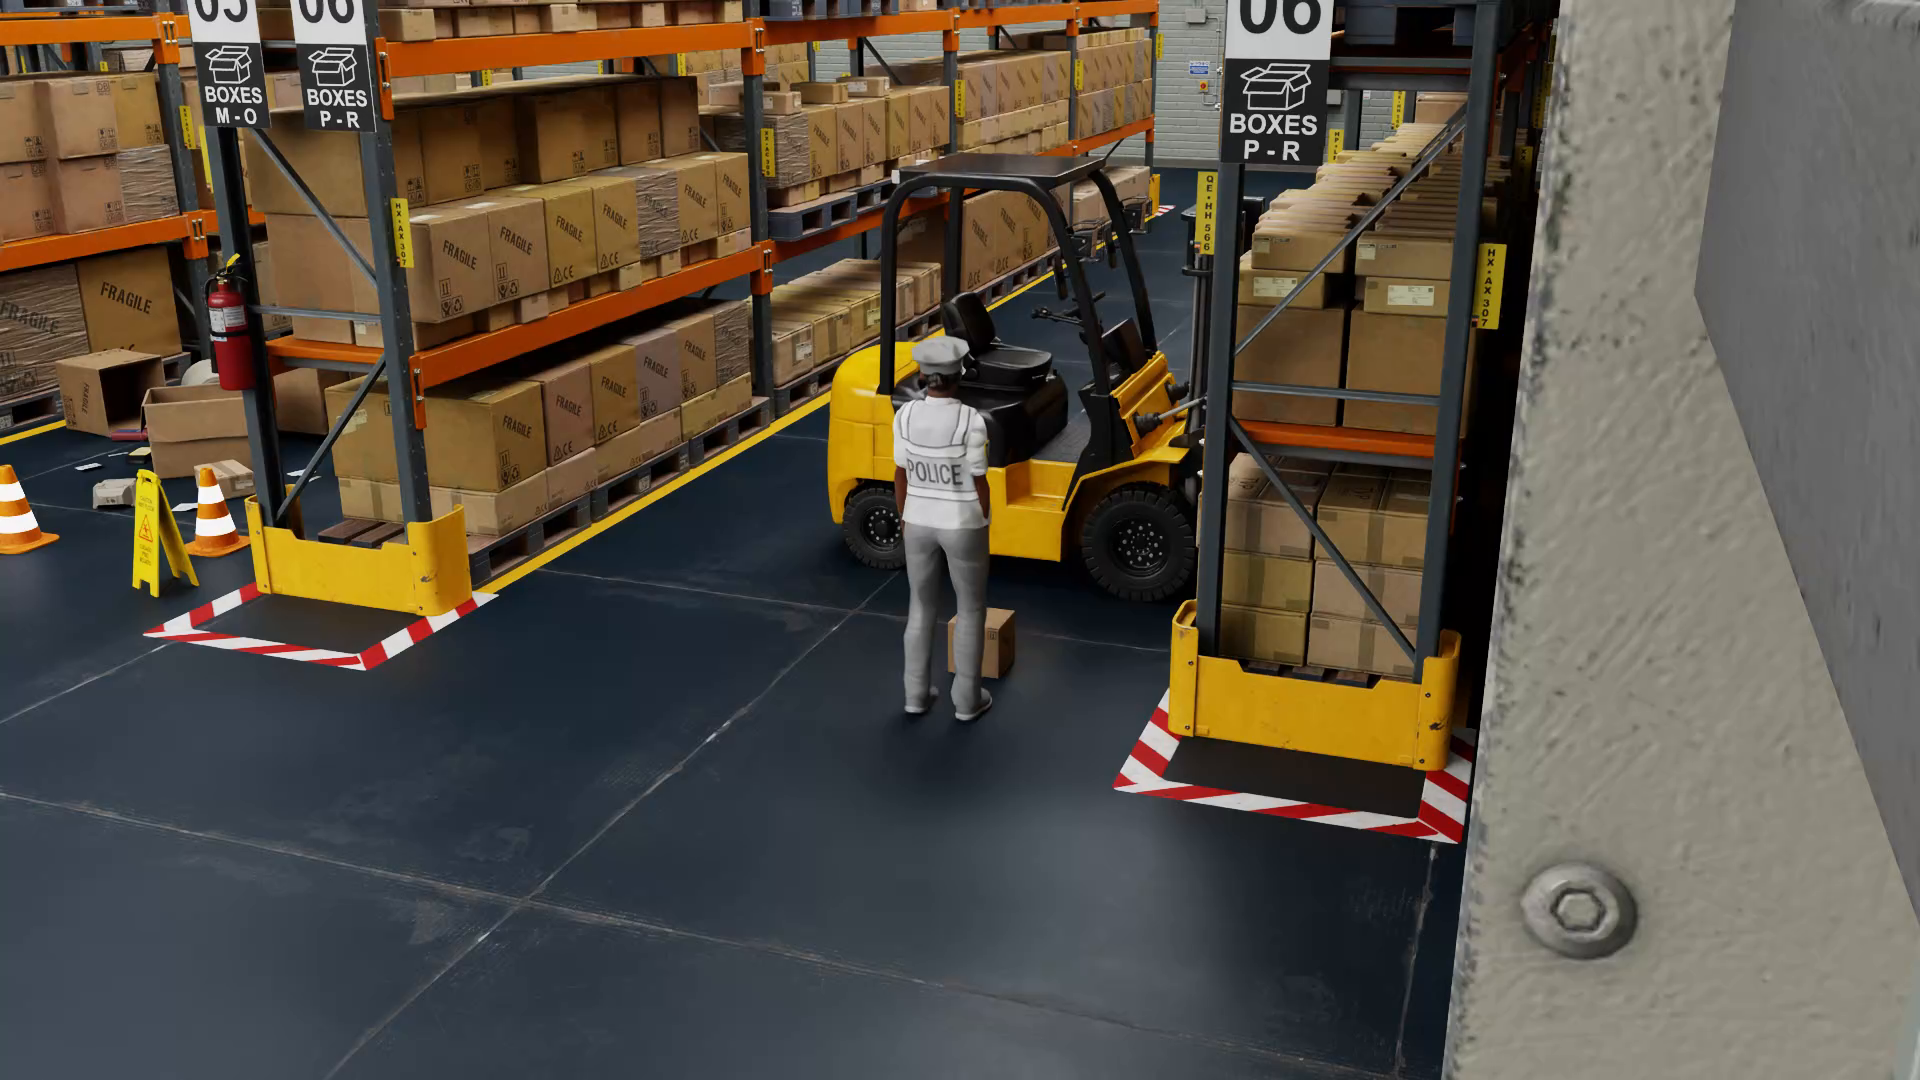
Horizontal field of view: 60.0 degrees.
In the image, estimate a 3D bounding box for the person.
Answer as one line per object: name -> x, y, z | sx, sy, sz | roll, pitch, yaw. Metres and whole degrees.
person -> -0.070, -0.036, 7.190 | 0.437, 1.677, 0.341 | 7, 20, 19
